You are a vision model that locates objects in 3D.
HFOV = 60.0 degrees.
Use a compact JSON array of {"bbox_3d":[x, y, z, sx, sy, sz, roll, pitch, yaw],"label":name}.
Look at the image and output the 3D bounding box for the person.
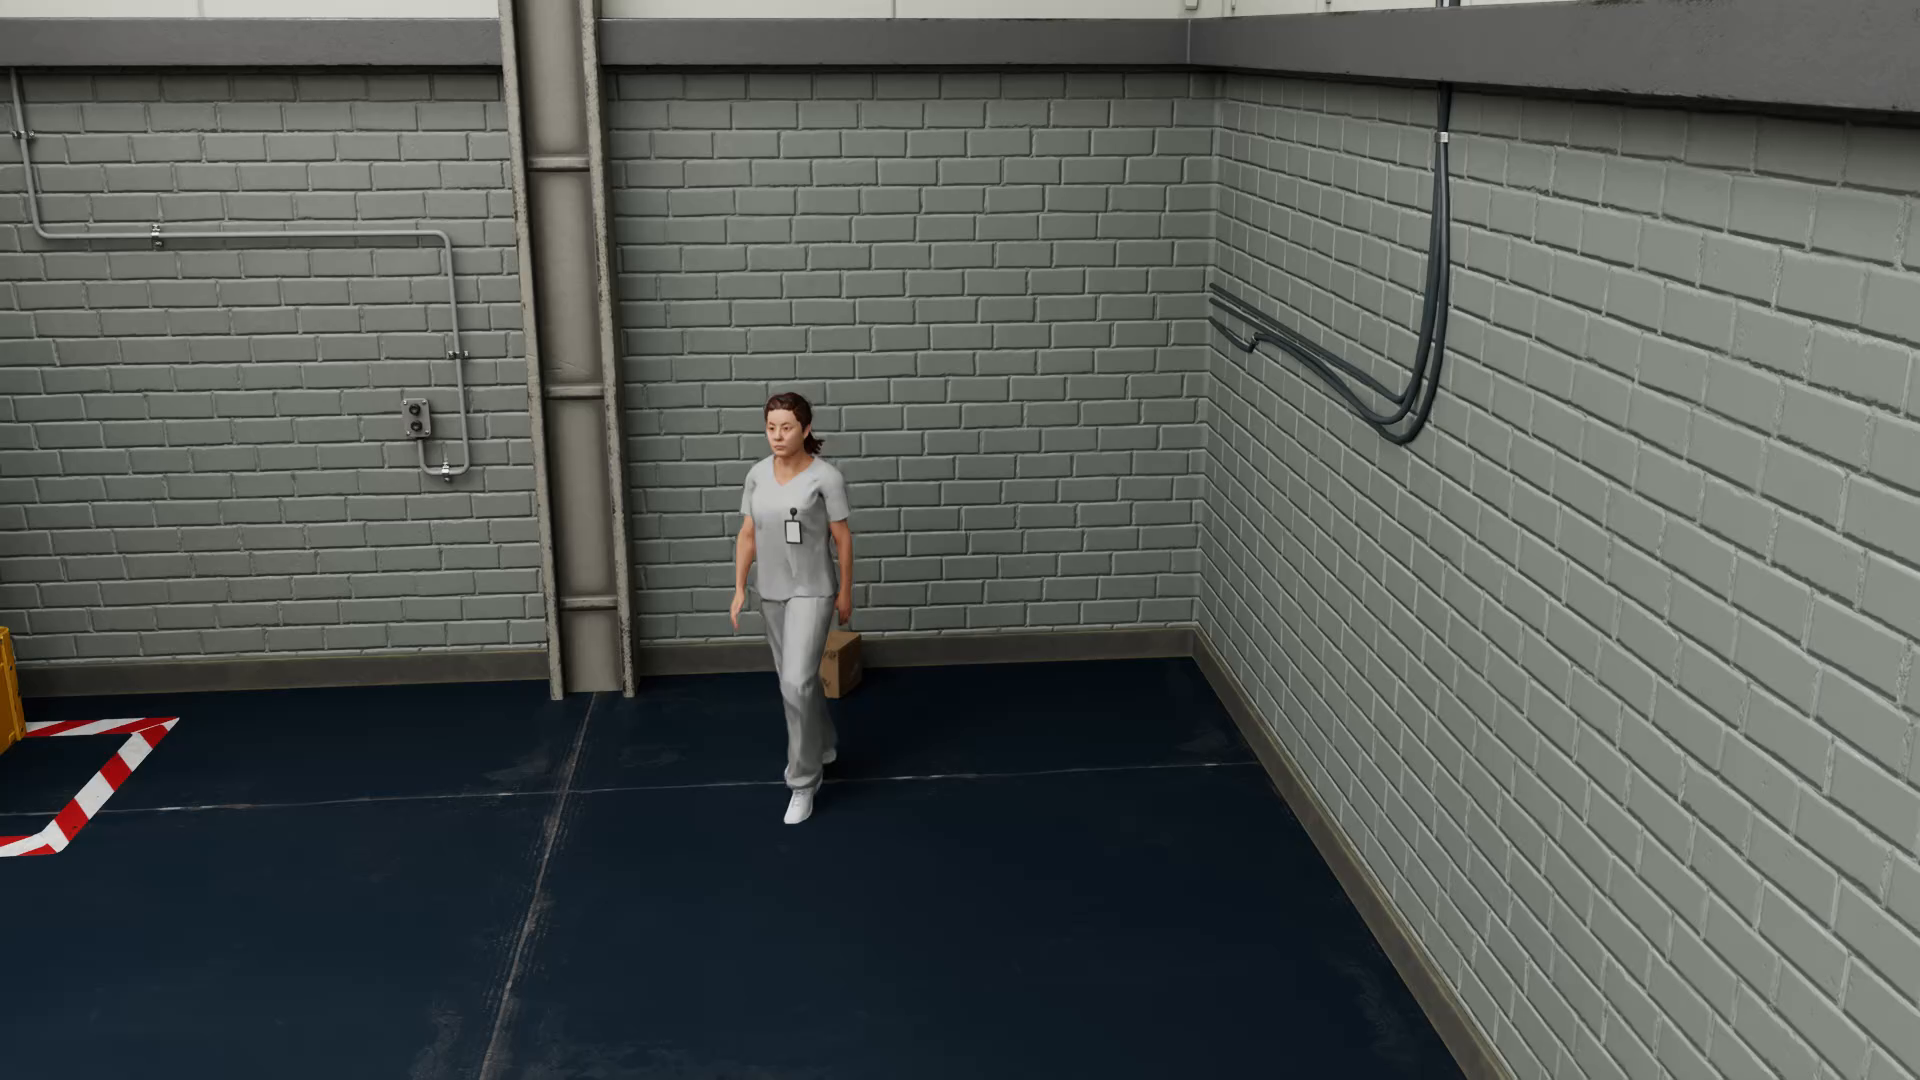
[{"bbox_3d":[-0.677,0.259,6.727,0.455,1.721,0.587,8,19,25],"label":"person"}]
